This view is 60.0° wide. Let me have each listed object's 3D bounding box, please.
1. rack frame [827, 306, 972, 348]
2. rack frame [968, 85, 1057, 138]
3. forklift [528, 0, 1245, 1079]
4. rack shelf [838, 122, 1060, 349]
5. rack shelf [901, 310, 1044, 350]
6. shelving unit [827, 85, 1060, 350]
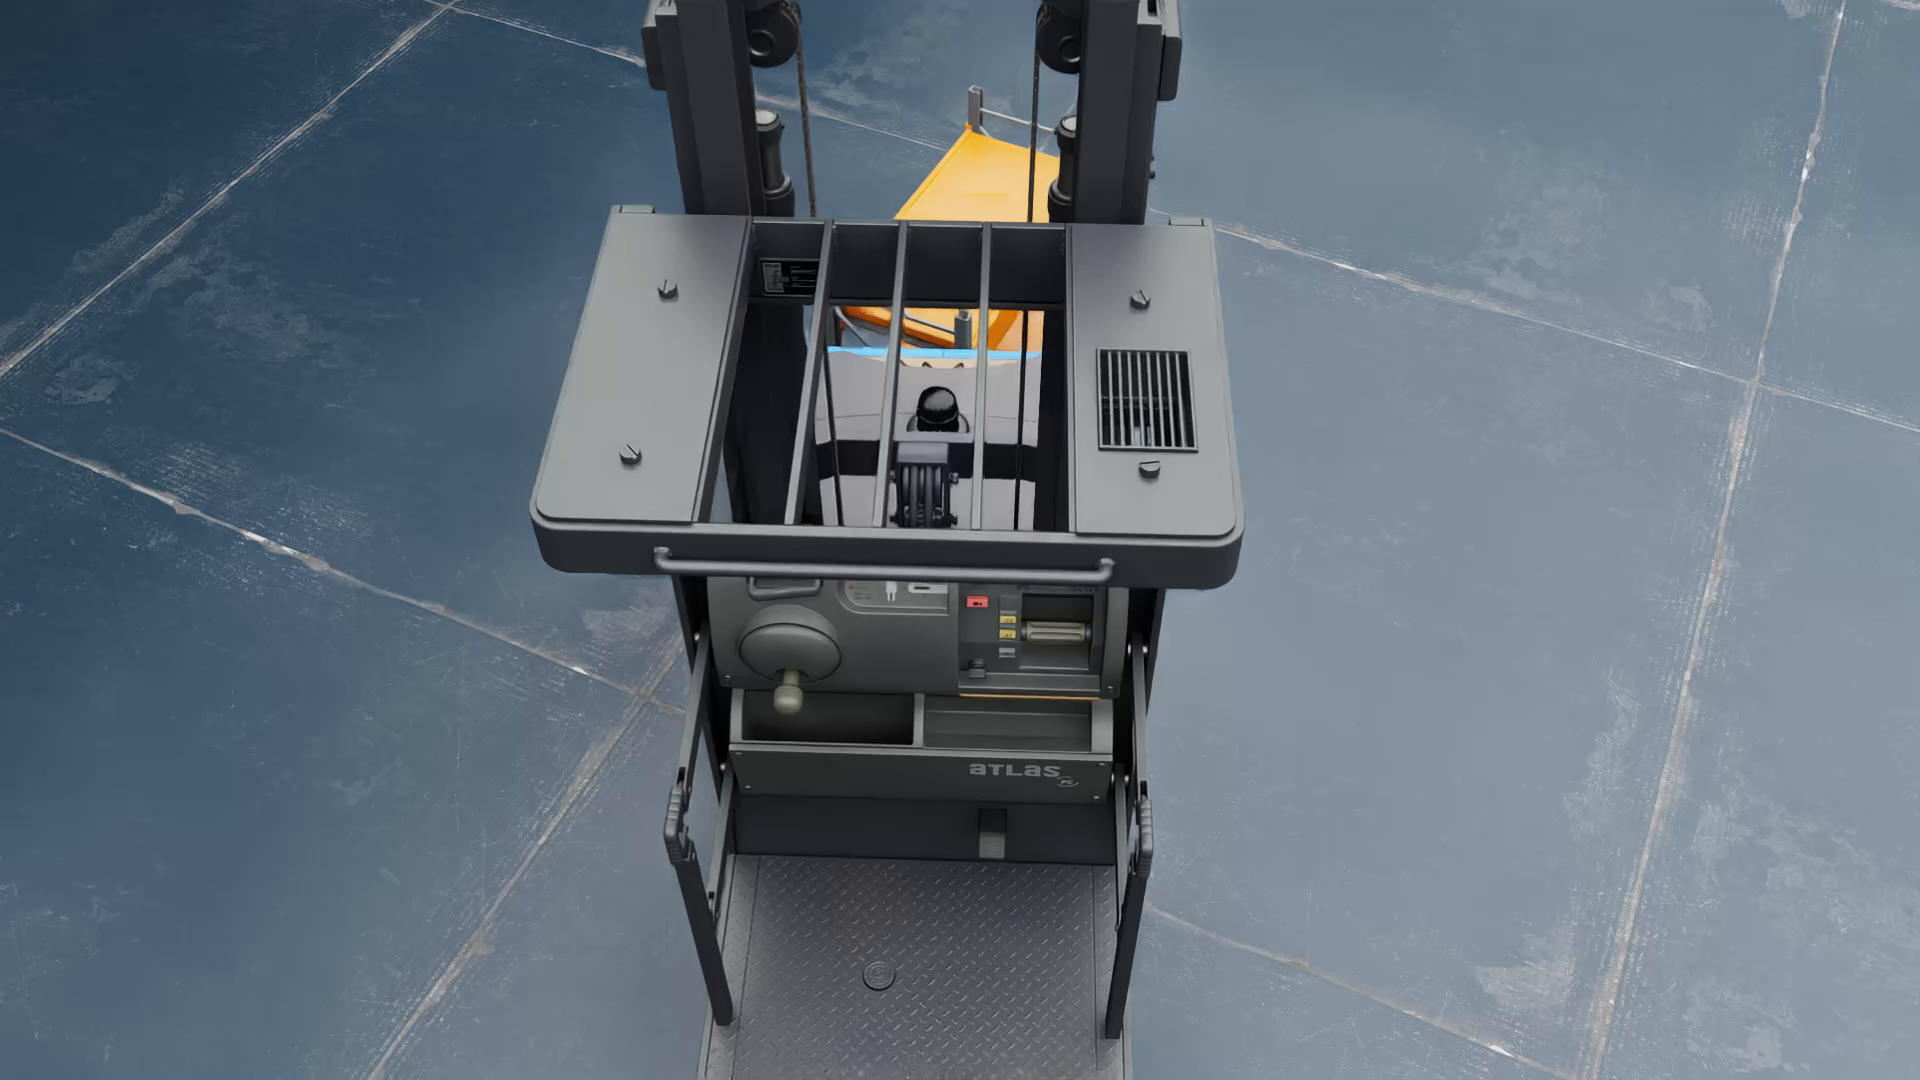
[{"bbox_3d":[-0.195,-0.370,5.326,0.500,1.125,0.032,21,53,17],"label":"rack frame"},{"bbox_3d":[0.258,-1.063,5.916,0.500,1.125,0.032,21,53,17],"label":"rack frame"},{"bbox_3d":[-0.099,0.309,3.563,1.130,2.935,3.031,2,50,1],"label":"forklift"},{"bbox_3d":[0.031,-0.906,5.398,0.538,0.278,1.000,21,53,17],"label":"rack shelf"},{"bbox_3d":[0.031,-0.558,5.807,0.538,0.278,1.000,21,53,17],"label":"rack shelf"},{"bbox_3d":[0.031,-0.717,5.621,0.538,1.125,1.048,21,53,17],"label":"shelving unit"}]
